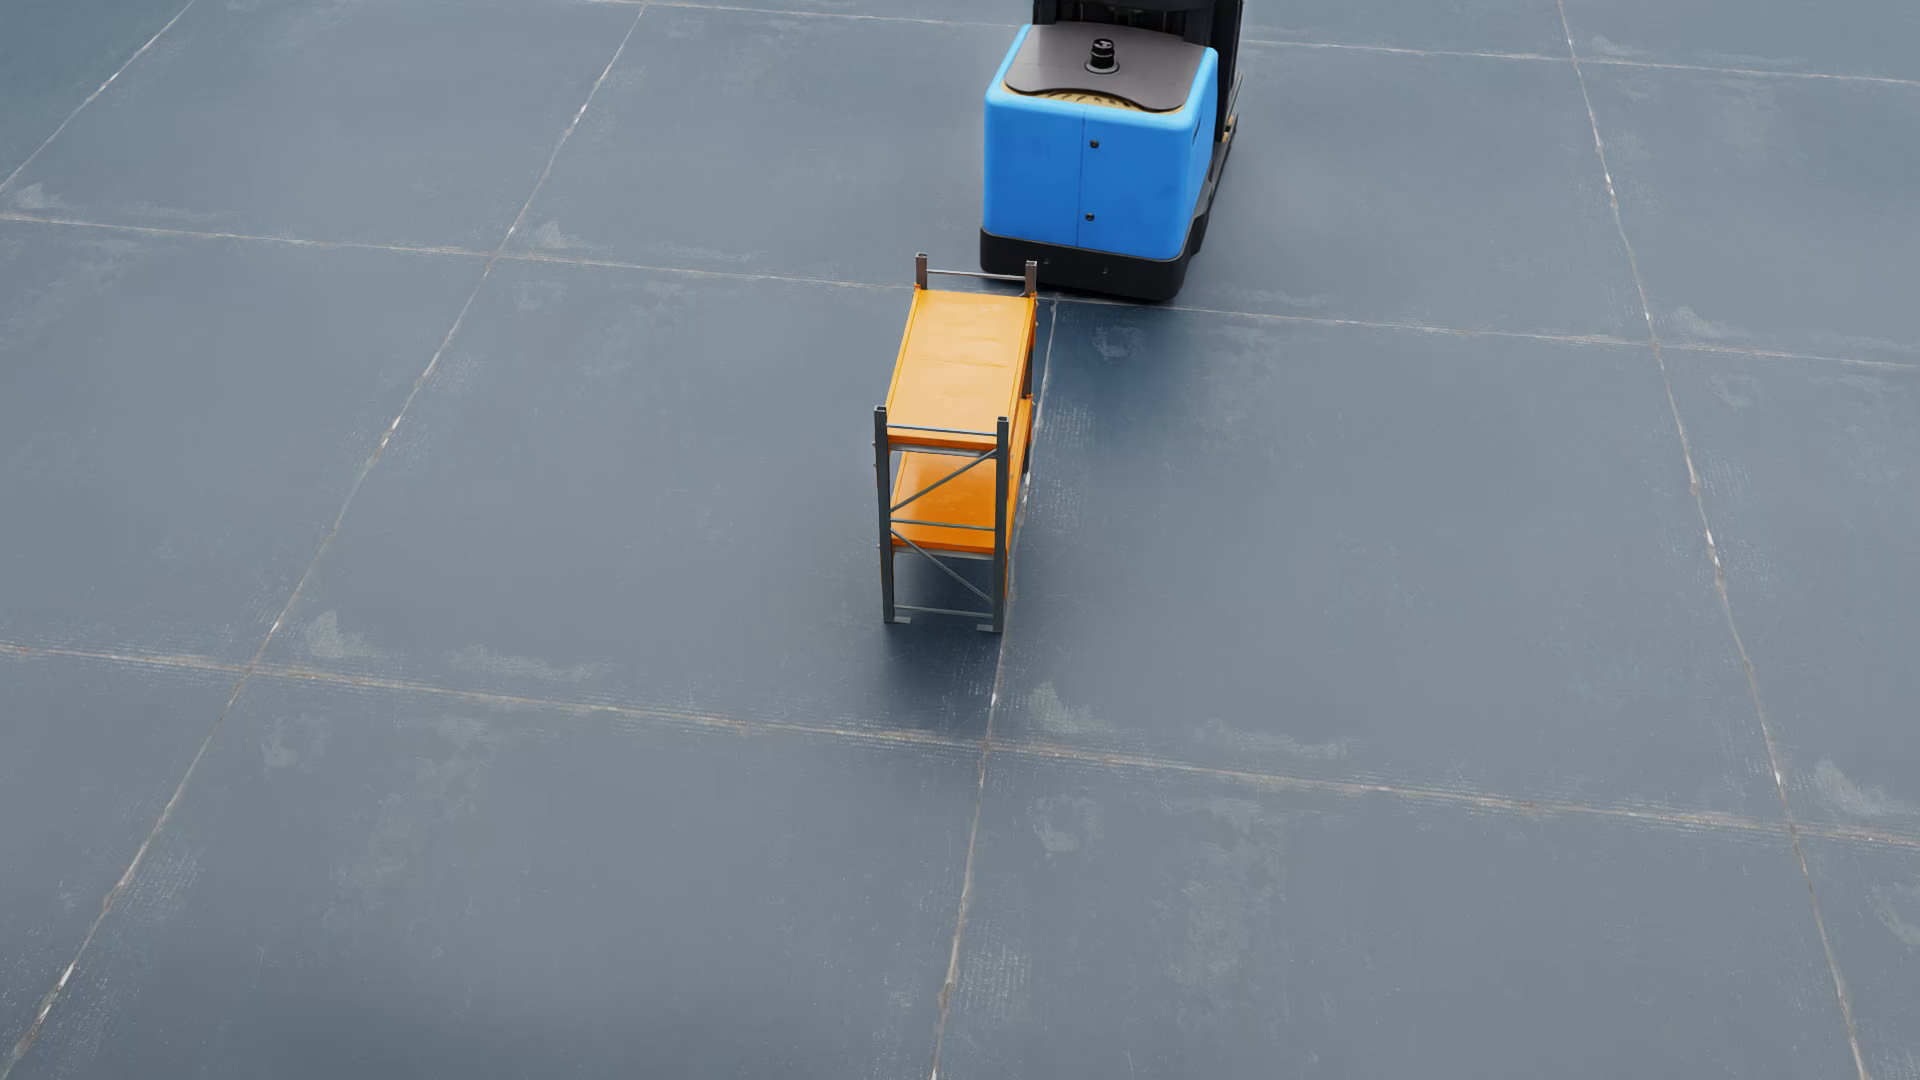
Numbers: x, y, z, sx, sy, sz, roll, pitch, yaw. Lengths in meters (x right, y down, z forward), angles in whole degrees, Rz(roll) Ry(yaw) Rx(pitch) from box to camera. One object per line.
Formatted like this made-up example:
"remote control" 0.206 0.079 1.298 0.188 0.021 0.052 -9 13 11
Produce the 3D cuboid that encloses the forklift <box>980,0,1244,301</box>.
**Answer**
"forklift" 0.992 -3.310 8.636 1.130 2.935 3.031 11 45 11

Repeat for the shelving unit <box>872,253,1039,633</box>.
"shelving unit" -0.001 -0.404 6.881 0.538 1.125 1.048 5 44 6

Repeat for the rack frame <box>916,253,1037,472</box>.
"rack frame" 0.066 -0.750 7.246 0.500 1.125 0.032 5 44 6

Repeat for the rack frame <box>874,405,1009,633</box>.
"rack frame" -0.068 -0.057 6.515 0.500 1.125 0.032 5 44 6

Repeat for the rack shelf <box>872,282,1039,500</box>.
"rack shelf" -0.001 -0.616 6.679 0.538 0.278 1.000 5 44 6

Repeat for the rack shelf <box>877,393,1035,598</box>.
"rack shelf" -0.001 -0.226 7.049 0.538 0.278 1.000 5 44 6
